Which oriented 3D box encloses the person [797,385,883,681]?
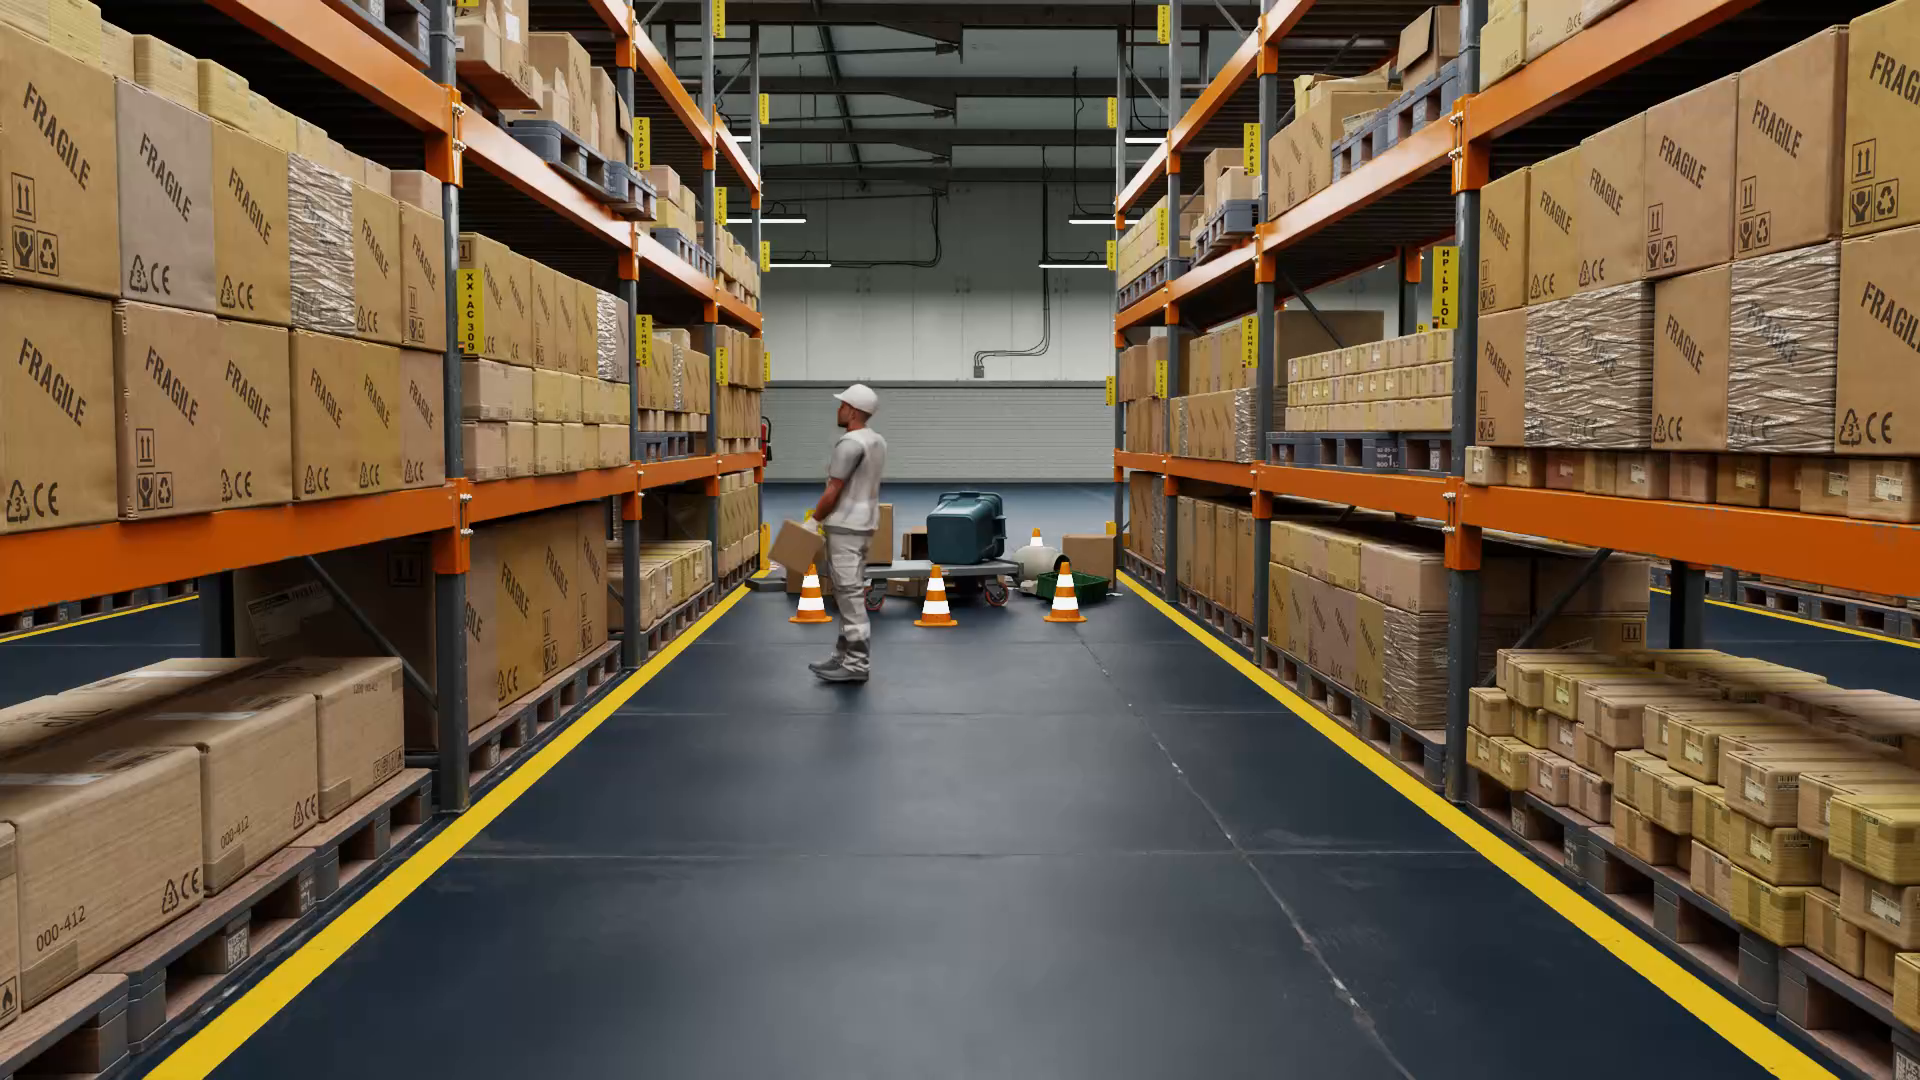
[{"bbox_3d":[-0.710,-0.047,10.183,0.621,1.793,0.646,2,4,33],"label":"person"}]
